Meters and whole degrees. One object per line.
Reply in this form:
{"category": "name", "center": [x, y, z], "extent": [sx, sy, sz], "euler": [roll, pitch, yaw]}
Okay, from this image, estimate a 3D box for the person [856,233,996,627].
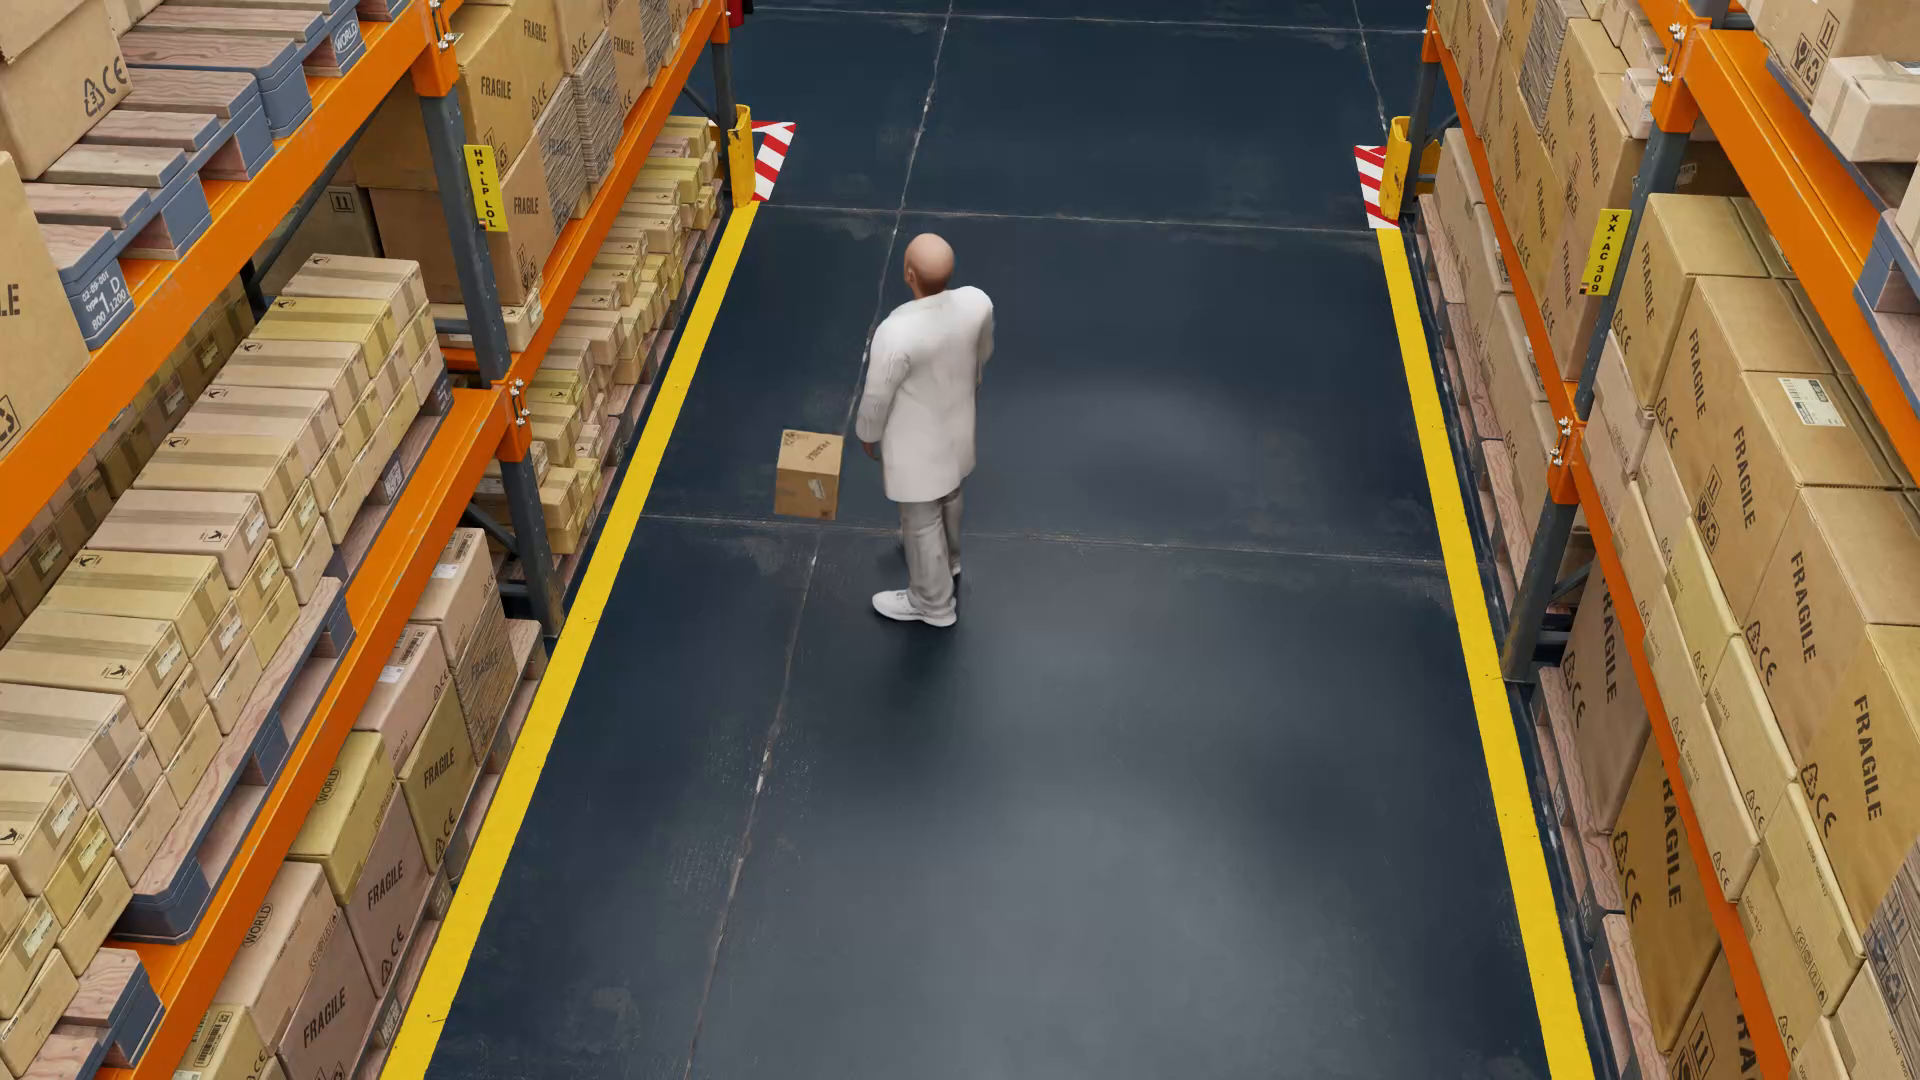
{"category": "person", "center": [-0.180, -0.489, 6.737], "extent": [0.640, 1.778, 0.613], "euler": [-29, 47, -30]}
